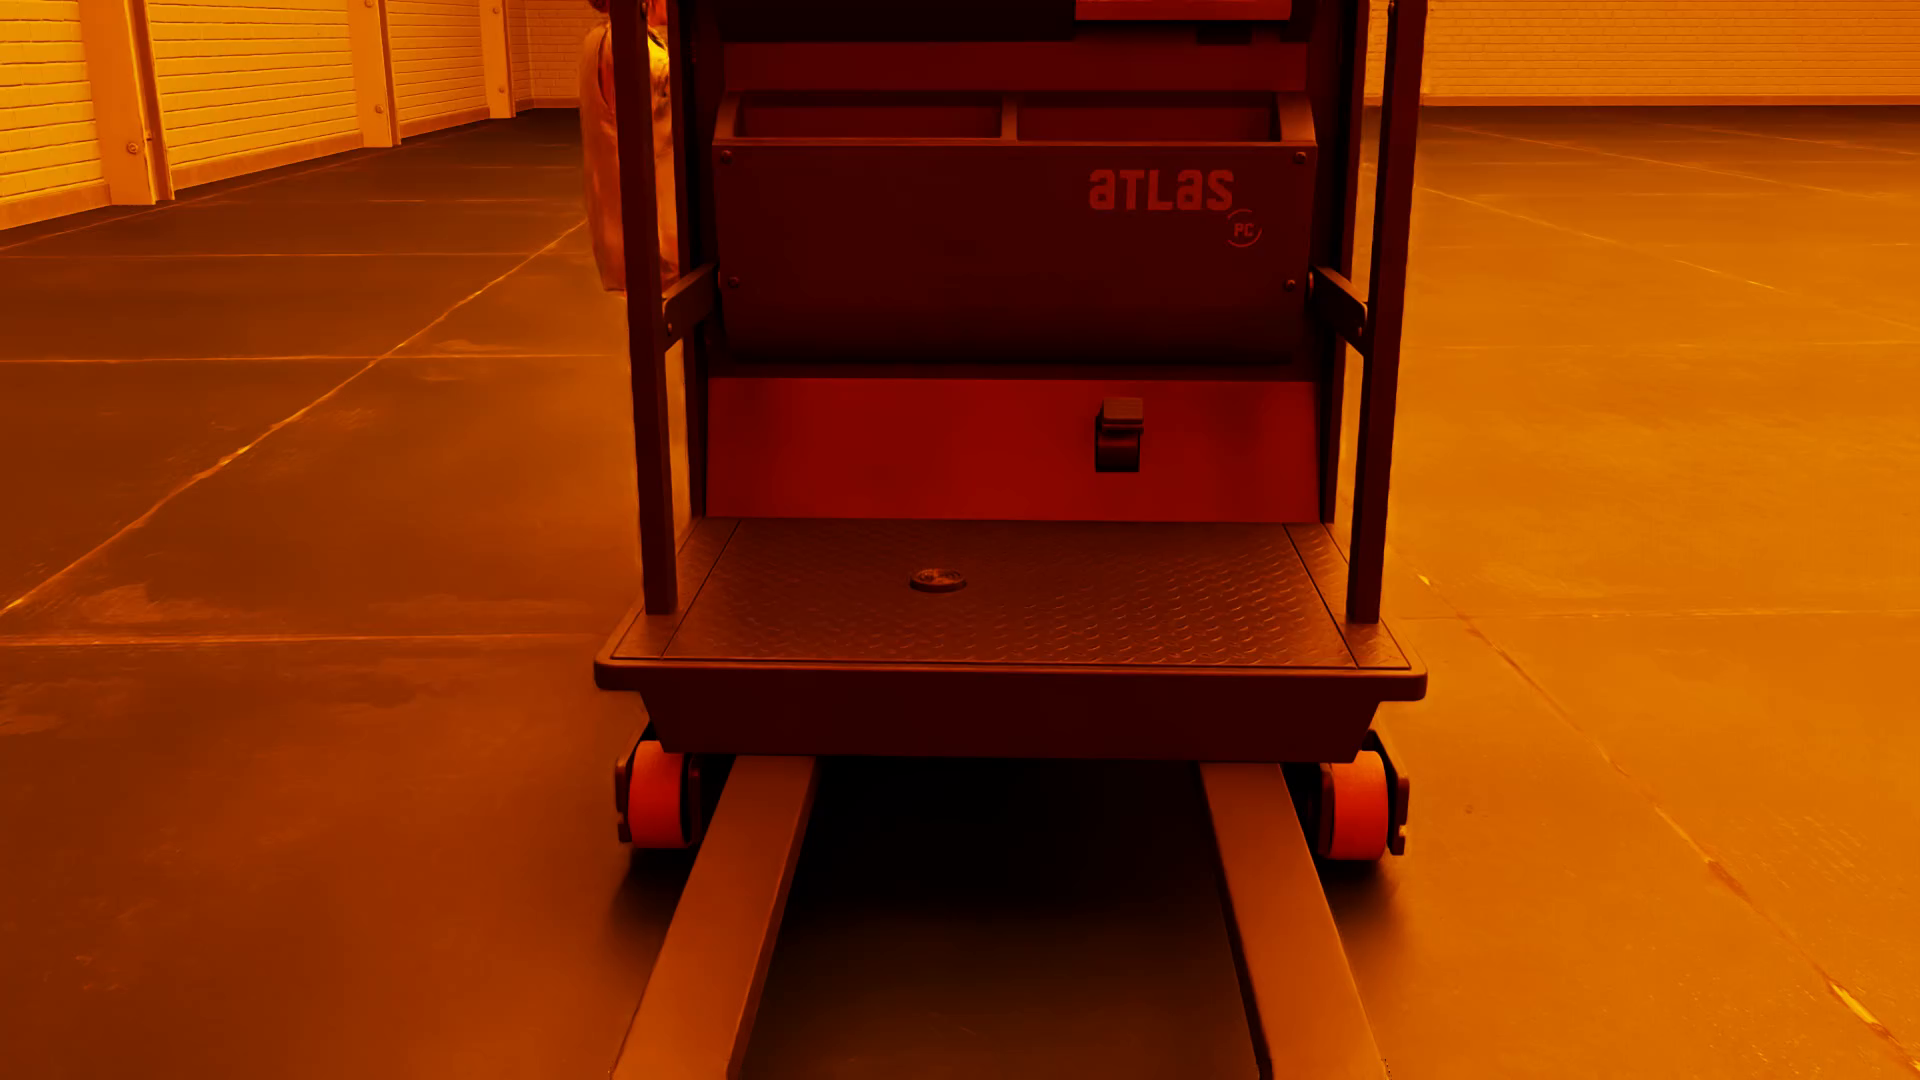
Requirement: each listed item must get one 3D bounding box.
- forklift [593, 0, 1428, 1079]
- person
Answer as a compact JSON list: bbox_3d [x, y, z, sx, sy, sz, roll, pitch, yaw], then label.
[{"bbox_3d":[0.078,-1.031,2.278,1.130,2.935,3.031,1,17,2],"label":"forklift"},{"bbox_3d":[-0.519,-0.755,4.017,0.754,1.365,0.906,-7,19,-23],"label":"person"}]
